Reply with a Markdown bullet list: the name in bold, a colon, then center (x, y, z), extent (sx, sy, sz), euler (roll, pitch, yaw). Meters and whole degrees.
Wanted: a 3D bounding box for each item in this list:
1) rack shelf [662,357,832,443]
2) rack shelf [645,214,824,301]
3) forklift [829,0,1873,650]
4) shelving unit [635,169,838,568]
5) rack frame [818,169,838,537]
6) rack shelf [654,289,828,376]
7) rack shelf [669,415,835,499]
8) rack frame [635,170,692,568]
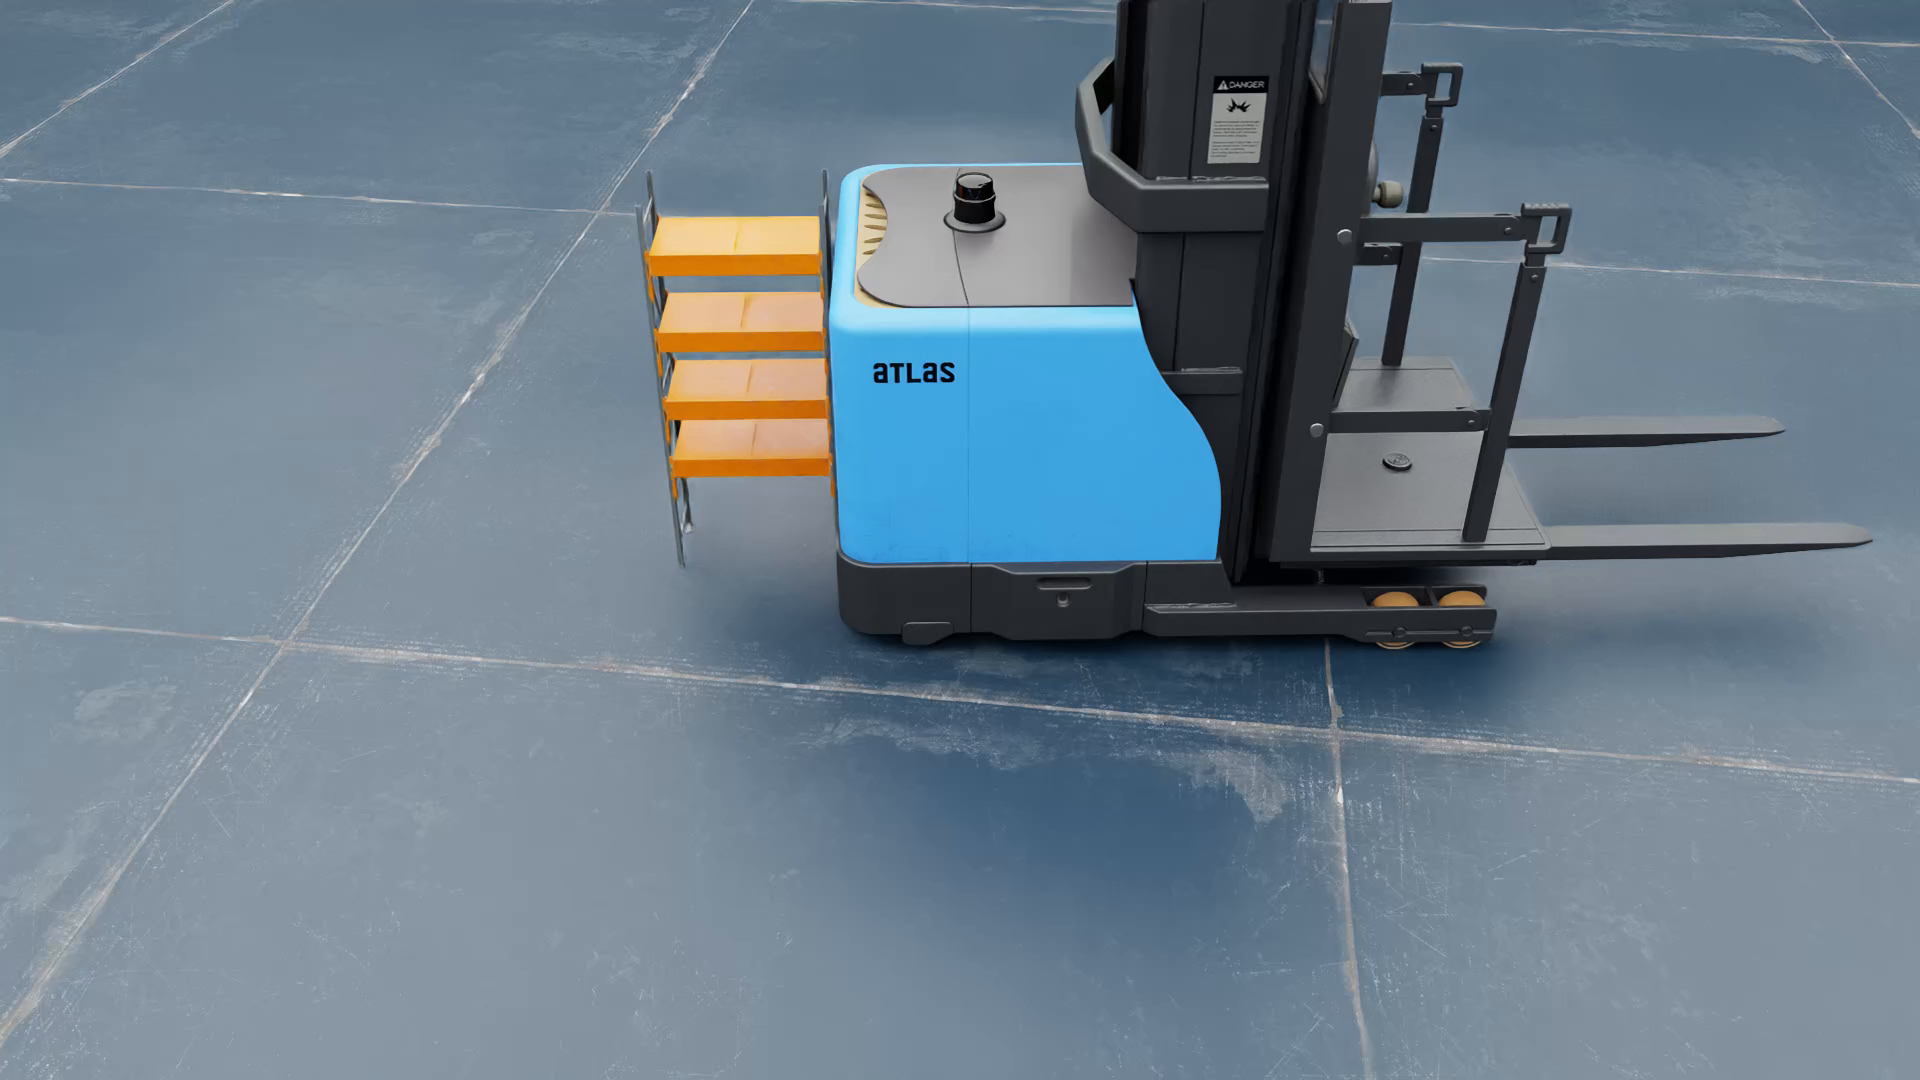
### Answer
- **rack shelf**: center (-0.618, -0.419, 4.920), extent (0.480, 0.148, 0.258), euler (-1, 36, -1)
- **rack shelf**: center (-0.618, -0.794, 4.653), extent (0.480, 0.148, 0.258), euler (-1, 36, -1)
- **forklift**: center (1.156, -1.187, 4.390), extent (3.031, 2.935, 1.130), euler (-1, 36, -1)
- **shelving unit**: center (-0.618, -0.474, 4.881), extent (0.503, 1.200, 0.258), euler (-1, 36, -1)
- **rack frame**: center (-0.374, -0.477, 4.886), extent (0.015, 1.200, 0.240), euler (-1, 36, -1)
- **rack shelf**: center (-0.618, -0.601, 4.791), extent (0.480, 0.148, 0.258), euler (-1, 36, -1)
- **rack shelf**: center (-0.618, -0.258, 5.036), extent (0.480, 0.148, 0.258), euler (-1, 36, -1)
- **rack frame**: center (-0.862, -0.471, 4.877), extent (0.015, 1.200, 0.240), euler (-1, 36, -1)
